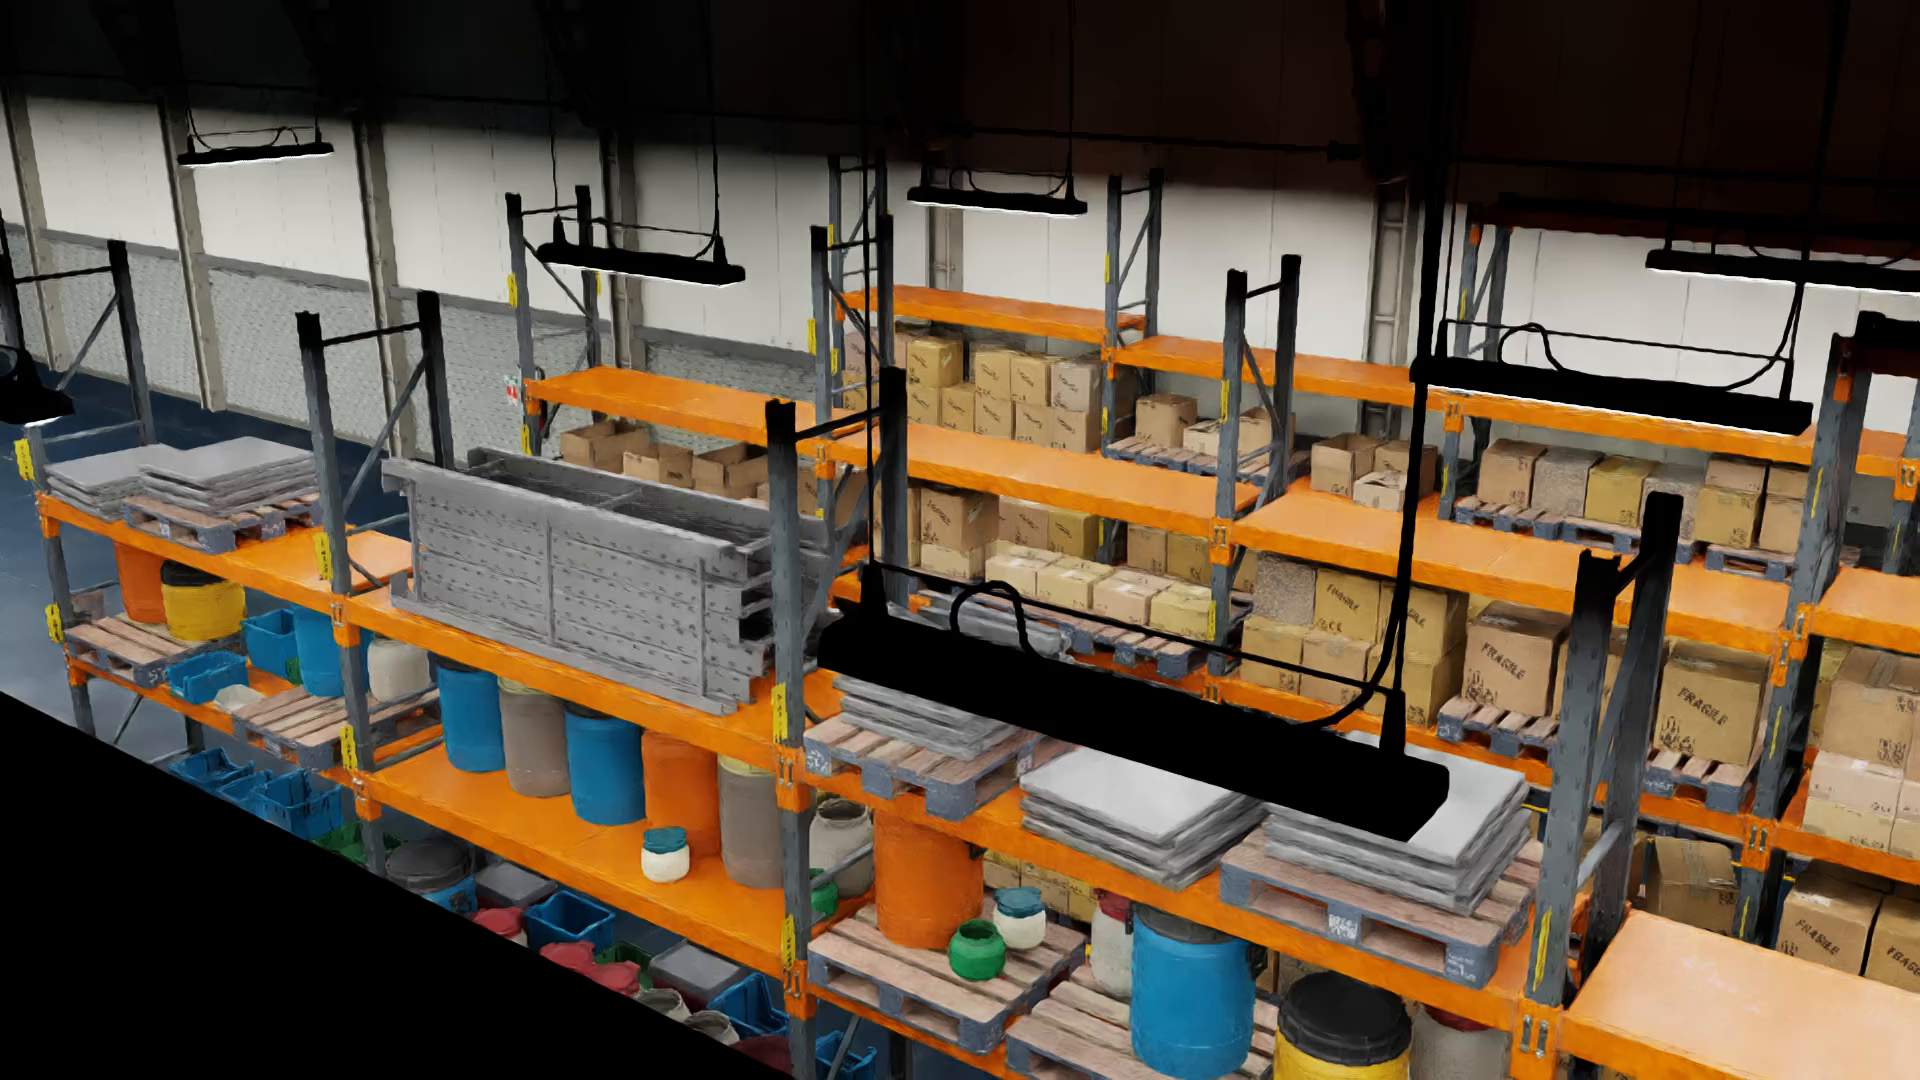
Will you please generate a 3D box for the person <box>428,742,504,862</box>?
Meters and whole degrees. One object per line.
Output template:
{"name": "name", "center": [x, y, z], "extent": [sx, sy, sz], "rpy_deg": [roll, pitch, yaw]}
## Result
{"name": "person", "center": [-4.752, 2.270, 15.619], "extent": [1.113, 1.686, 0.582], "rpy_deg": [12, 22, 32]}
